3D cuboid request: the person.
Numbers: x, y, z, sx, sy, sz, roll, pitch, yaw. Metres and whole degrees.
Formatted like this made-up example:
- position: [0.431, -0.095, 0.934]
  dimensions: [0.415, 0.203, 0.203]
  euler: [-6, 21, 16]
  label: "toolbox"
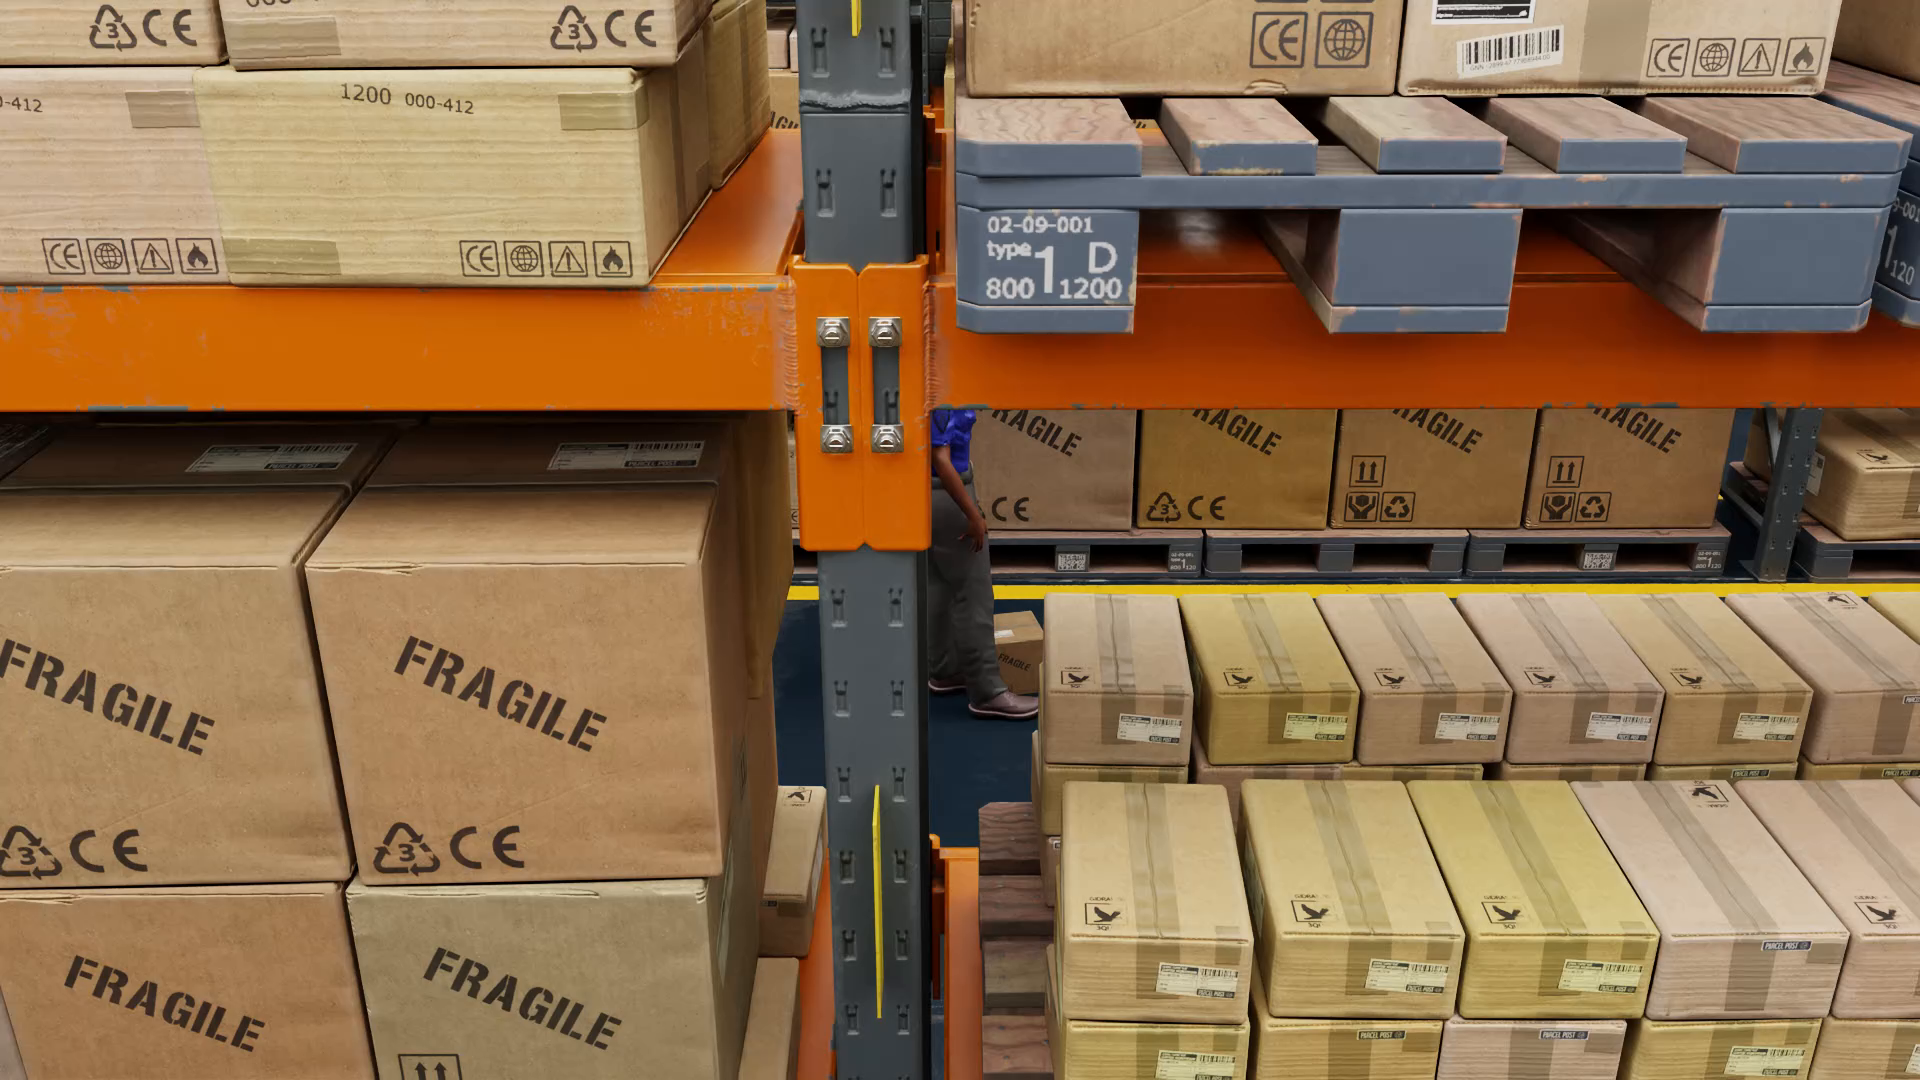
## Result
- position: [0.030, -0.139, 6.399]
  dimensions: [0.504, 1.654, 0.550]
  euler: [-6, 25, -13]
  label: "person"
